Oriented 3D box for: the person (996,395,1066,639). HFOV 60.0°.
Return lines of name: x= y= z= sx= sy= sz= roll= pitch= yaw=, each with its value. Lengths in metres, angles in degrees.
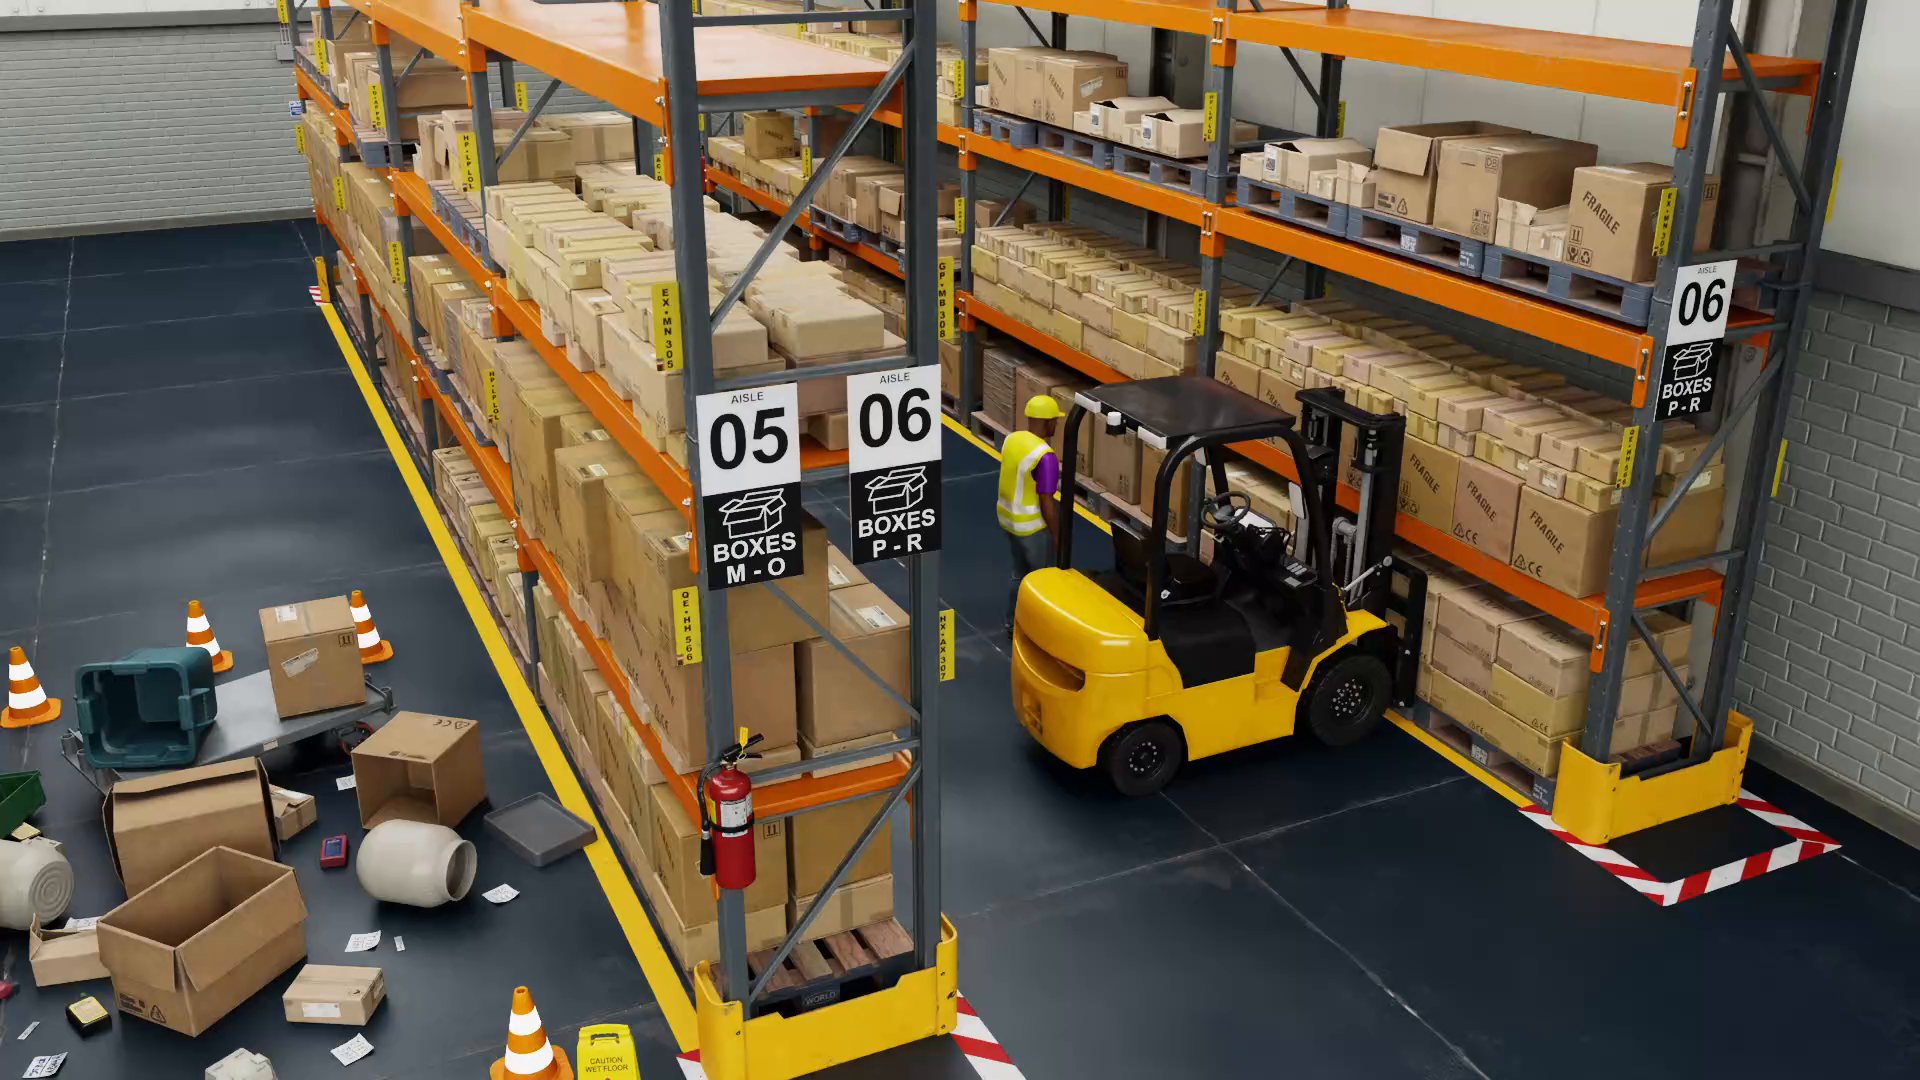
person: x=0.501 y=-0.122 z=11.300 sx=0.461 sy=1.761 sz=0.637 roll=-11 pitch=24 yaw=-25
